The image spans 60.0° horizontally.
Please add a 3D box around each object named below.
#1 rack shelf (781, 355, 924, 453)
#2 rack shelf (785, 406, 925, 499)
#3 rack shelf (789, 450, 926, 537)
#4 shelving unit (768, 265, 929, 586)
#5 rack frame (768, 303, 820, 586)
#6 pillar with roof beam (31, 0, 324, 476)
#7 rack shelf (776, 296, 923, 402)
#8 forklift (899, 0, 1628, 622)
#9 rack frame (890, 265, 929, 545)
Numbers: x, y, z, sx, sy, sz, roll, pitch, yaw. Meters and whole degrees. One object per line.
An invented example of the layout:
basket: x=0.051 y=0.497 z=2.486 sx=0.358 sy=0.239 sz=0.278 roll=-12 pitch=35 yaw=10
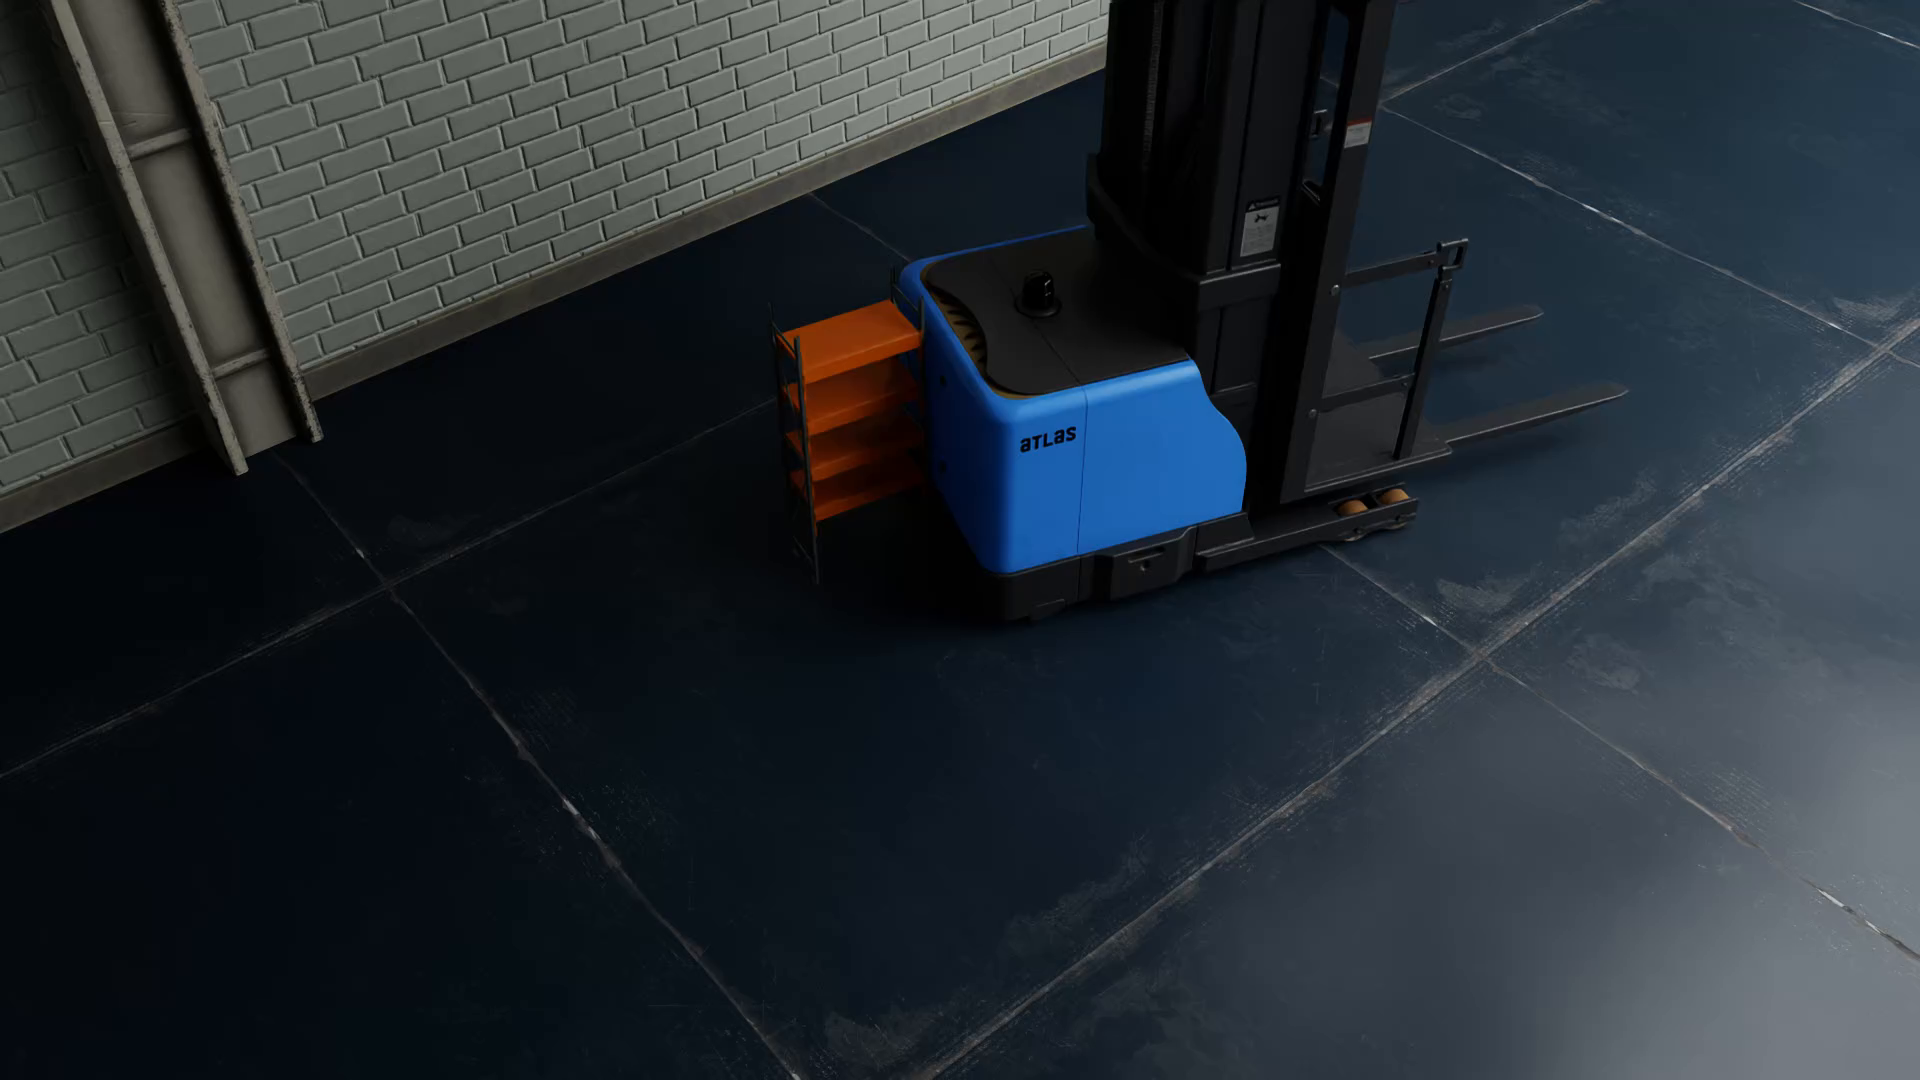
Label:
rack shelf: x=-0.404 y=-0.525 z=6.204 sx=0.480 sy=0.148 sz=0.258 roll=-21 pitch=47 yaw=-21
rack shelf: x=-0.404 y=-0.362 z=6.357 sx=0.480 sy=0.148 sz=0.258 roll=-21 pitch=47 yaw=-21
rack shelf: x=-0.404 y=-0.217 z=6.493 sx=0.480 sy=0.148 sz=0.258 roll=-21 pitch=47 yaw=-21
shelving unit: x=-0.404 y=-0.411 z=6.311 sx=0.503 sy=1.200 sz=0.258 roll=-21 pitch=47 yaw=-21
rack frame: x=-0.617 y=-0.329 z=6.224 sx=0.015 sy=1.200 sz=0.240 roll=-21 pitch=47 yaw=-21
pillar with roof beam: x=-0.249 y=-1.457 z=1.728 sx=0.400 sy=9.000 sz=9.100 roll=-30 pitch=51 yaw=-28
rack shelf: x=-0.404 y=-0.697 z=6.042 sx=0.480 sy=0.148 sz=0.258 roll=-21 pitch=47 yaw=-21
forklift: x=1.326 y=-1.388 z=6.087 sx=3.031 sy=2.935 sz=1.130 roll=-15 pitch=45 yaw=-15
rack frame: x=-0.191 y=-0.492 z=6.398 sx=0.015 sy=1.200 sz=0.240 roll=-21 pitch=47 yaw=-21
